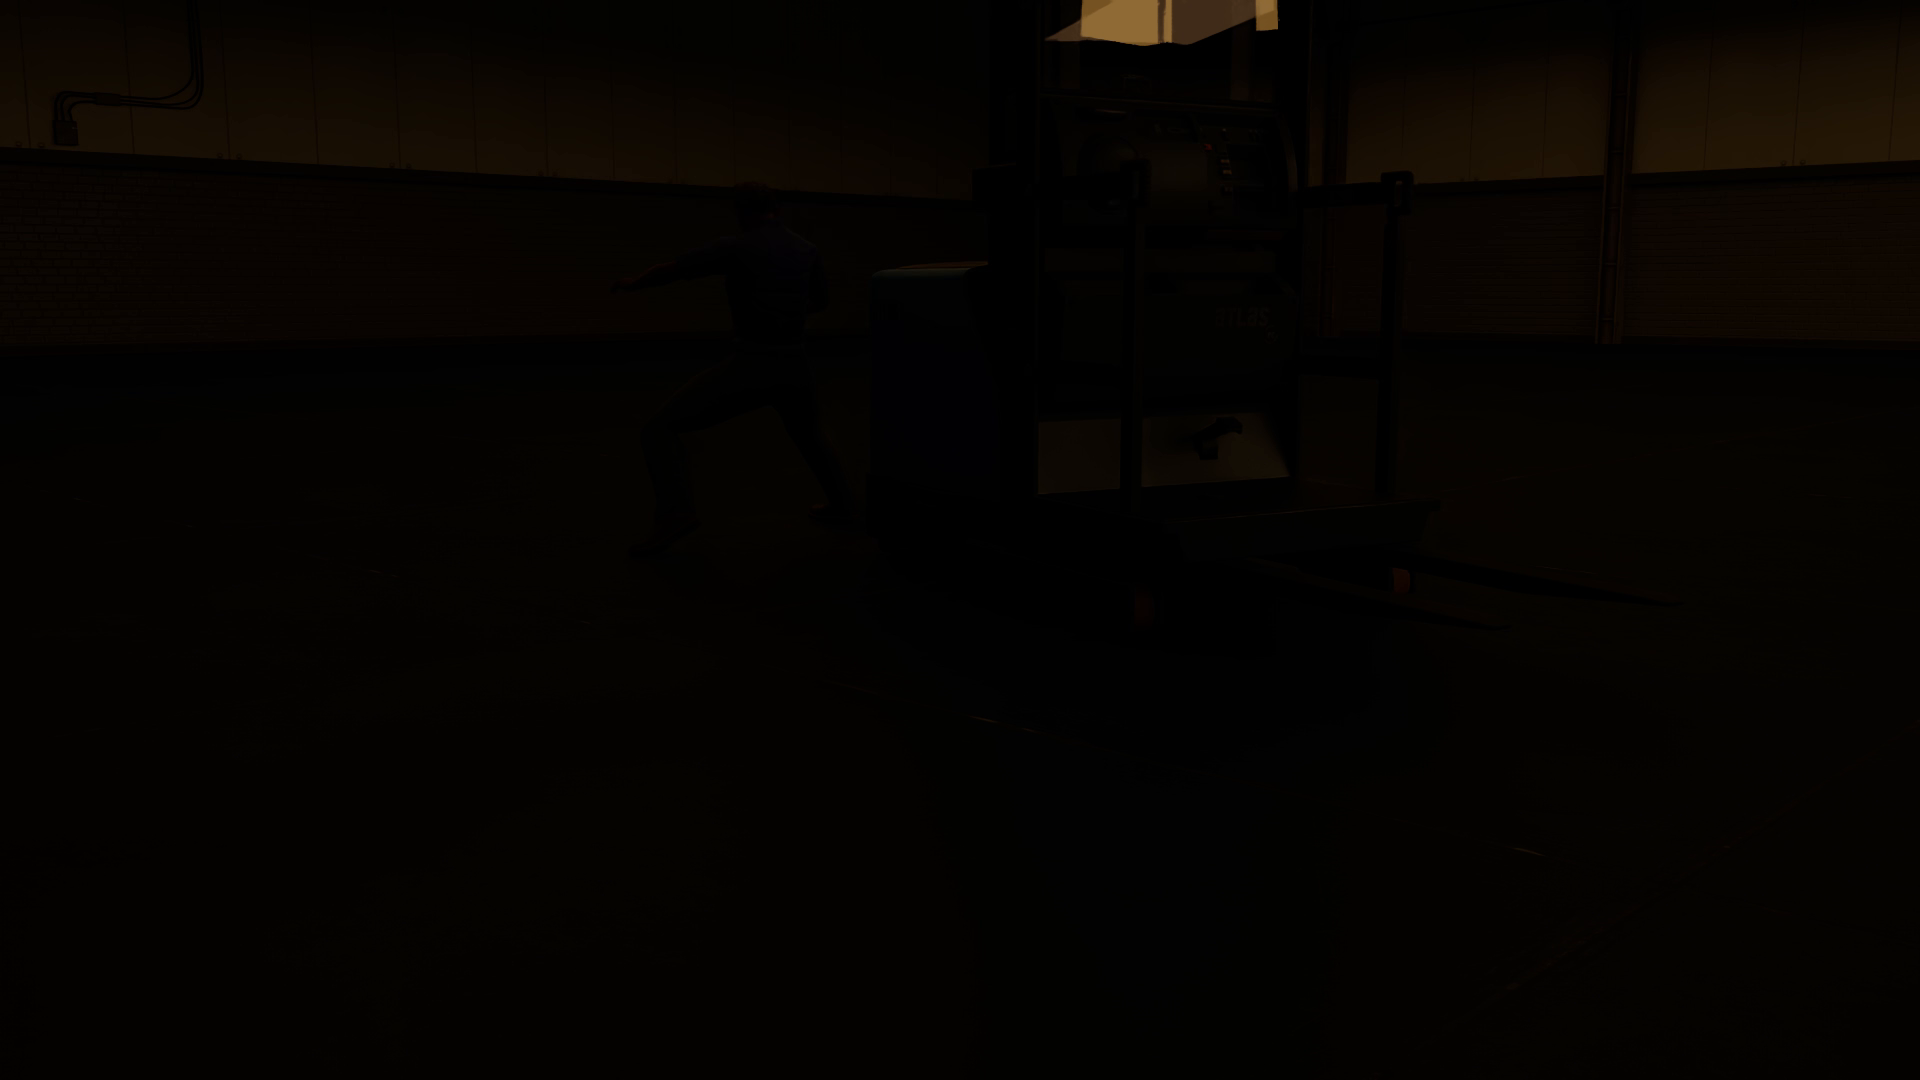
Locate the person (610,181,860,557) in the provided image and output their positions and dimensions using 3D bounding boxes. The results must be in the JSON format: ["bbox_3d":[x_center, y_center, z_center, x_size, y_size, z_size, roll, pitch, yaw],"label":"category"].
[{"bbox_3d":[-0.875,-0.709,6.683,1.193,1.437,0.679,-6,10,-34],"label":"person"}]

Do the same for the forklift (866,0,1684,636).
[{"bbox_3d":[0.798,-1.246,5.147,1.130,2.935,3.031,-5,10,-29],"label":"forklift"}]
